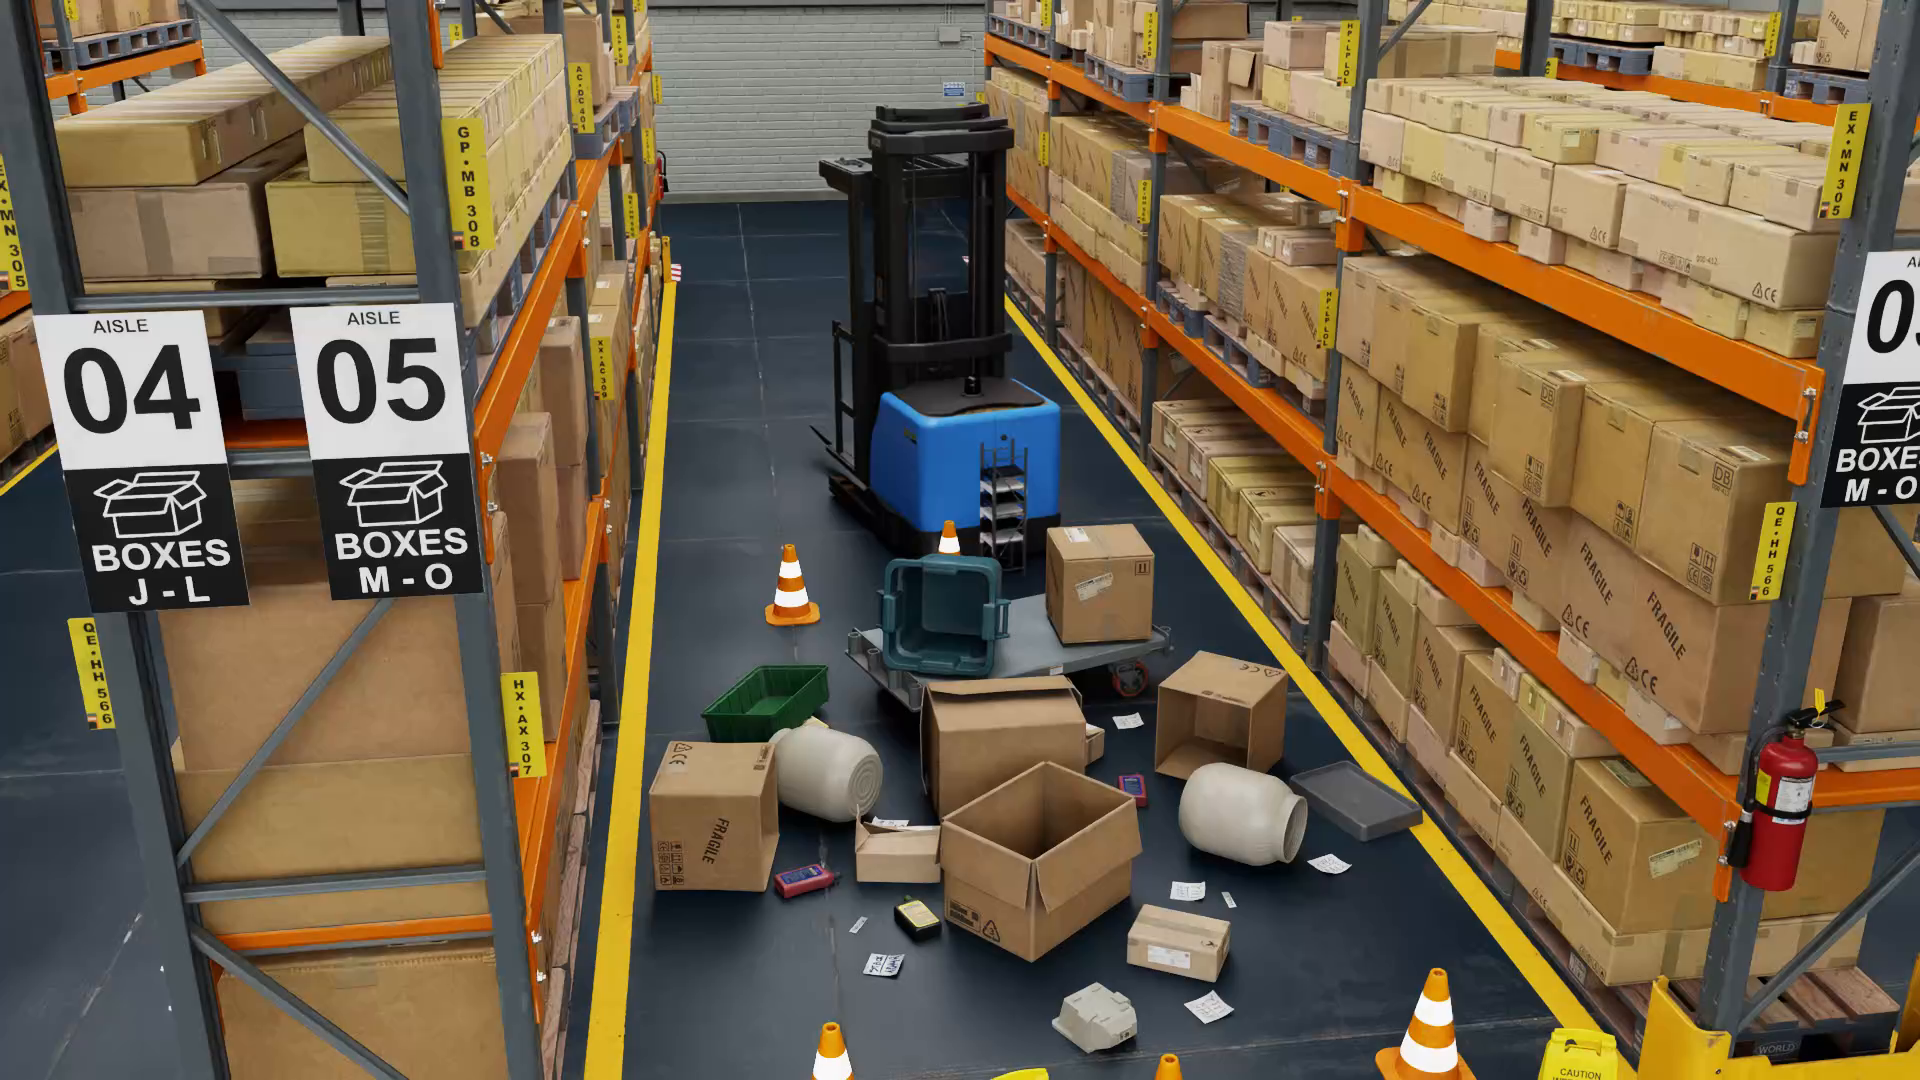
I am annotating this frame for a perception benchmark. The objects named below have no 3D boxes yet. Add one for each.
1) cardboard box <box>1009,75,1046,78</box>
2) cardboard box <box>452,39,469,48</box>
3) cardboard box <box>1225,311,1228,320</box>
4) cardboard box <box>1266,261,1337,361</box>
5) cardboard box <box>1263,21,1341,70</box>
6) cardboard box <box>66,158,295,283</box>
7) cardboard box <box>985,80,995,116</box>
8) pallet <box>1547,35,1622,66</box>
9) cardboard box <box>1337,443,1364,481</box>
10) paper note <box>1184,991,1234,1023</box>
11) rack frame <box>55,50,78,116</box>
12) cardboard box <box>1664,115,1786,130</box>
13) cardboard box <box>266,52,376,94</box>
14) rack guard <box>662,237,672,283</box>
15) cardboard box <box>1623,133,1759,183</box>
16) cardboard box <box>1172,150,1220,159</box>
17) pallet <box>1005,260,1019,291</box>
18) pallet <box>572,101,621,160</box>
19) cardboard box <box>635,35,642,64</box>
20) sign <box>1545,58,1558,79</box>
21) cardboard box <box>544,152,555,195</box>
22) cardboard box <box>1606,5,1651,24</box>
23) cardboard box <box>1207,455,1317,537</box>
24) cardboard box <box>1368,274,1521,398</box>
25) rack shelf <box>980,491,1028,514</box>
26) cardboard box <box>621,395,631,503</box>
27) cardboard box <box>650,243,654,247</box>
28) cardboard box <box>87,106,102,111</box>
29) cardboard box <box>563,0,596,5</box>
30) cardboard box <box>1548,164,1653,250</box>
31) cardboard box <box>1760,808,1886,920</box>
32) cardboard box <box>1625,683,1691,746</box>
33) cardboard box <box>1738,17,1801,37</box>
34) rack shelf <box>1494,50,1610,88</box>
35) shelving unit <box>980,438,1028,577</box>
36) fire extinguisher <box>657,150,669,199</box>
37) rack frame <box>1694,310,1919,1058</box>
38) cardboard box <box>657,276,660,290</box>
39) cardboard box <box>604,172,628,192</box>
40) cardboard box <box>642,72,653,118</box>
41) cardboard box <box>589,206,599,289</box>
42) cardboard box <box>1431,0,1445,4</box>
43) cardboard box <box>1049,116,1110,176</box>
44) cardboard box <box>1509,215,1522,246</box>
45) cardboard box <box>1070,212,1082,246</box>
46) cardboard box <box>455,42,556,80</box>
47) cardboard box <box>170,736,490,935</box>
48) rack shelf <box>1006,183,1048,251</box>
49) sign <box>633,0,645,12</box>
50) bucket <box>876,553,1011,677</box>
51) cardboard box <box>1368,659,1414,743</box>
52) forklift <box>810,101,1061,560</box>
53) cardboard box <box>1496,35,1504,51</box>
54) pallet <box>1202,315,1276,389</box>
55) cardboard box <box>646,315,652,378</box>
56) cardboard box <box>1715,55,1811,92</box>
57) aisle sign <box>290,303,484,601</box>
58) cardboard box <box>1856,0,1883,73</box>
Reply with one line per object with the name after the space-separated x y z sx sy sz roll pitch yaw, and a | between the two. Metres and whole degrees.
0.755 -5.155 18.731 0.380 0.149 0.250 -3 21 -7 | cardboard box
-3.044 -3.125 10.892 0.500 0.311 0.500 -3 21 -8 | cardboard box
2.027 -1.553 11.345 0.380 0.149 0.250 -2 21 -6 | cardboard box
2.163 -1.382 9.961 0.500 0.500 0.500 -3 21 -7 | cardboard box
2.151 -2.991 10.050 0.500 0.250 0.500 -3 21 -7 | cardboard box
-2.125 -0.883 4.551 0.500 0.250 0.500 -3 21 -7 | cardboard box
0.587 -5.168 19.695 0.500 0.500 0.500 -3 21 -9 | cardboard box
6.312 -4.788 16.231 1.213 0.211 1.003 -3 21 -8 | pallet
2.257 -0.436 8.955 0.380 0.149 0.250 -3 21 -8 | cardboard box
1.000 1.870 6.666 0.148 0.019 0.142 -11 23 -26 | paper note
-8.430 -2.949 15.325 1.000 3.000 0.127 -3 21 -8 | rack frame
3.068 -1.617 6.690 0.380 0.149 0.250 -2 21 -7 | cardboard box
-2.489 -1.803 6.445 0.380 0.149 0.250 -3 21 -7 | cardboard box
-4.073 -3.352 19.976 1.175 0.500 0.348 -3 21 -8 | rack guard
2.697 -1.411 6.140 0.380 0.149 0.250 -3 21 -8 | cardboard box
2.043 -2.933 13.711 0.500 0.500 0.500 -3 21 -8 | cardboard box
0.992 -3.254 20.128 1.003 0.211 1.213 -3 21 -8 | pallet
-2.622 -2.489 10.075 1.003 0.211 1.213 -2 21 -5 | pallet
-3.313 -4.673 15.867 0.500 0.250 0.500 -2 21 -5 | cardboard box
3.065 -2.356 8.712 0.100 0.325 0.005 -3 21 -8 | sign
-1.839 -1.464 6.677 0.380 0.149 0.250 -3 21 -7 | cardboard box
6.150 -4.803 15.191 0.380 0.149 0.250 -3 21 -7 | cardboard box
2.242 -0.316 11.429 0.950 0.372 0.625 -2 21 -6 | cardboard box
2.430 -0.992 8.089 0.700 0.500 0.500 -3 21 -7 | cardboard box
0.287 -0.253 10.945 0.258 0.077 0.200 -8 22 -21 | rack shelf
-2.932 -0.707 11.936 1.050 0.750 0.750 -3 21 -8 | cardboard box
-3.640 -3.252 18.761 0.380 0.149 0.250 -4 21 -10 | cardboard box
-9.133 -4.401 17.931 0.500 0.500 0.500 -3 21 -9 | cardboard box
-2.867 -4.009 12.638 0.396 0.266 0.258 -3 21 -8 | cardboard box
2.615 -1.285 6.373 0.500 0.250 0.500 -2 21 -6 | cardboard box
3.259 1.145 6.622 0.500 0.500 0.500 -4 21 -10 | cardboard box
2.694 0.623 6.120 0.380 0.149 0.250 -3 21 -8 | cardboard box
6.588 -4.177 13.545 0.380 0.149 0.250 -4 21 -10 | cardboard box
5.999 -5.461 18.792 1.077 0.370 4.000 -3 21 -8 | rack shelf
0.287 -0.200 10.965 0.258 0.900 0.210 -8 22 -21 | shelving unit
-3.664 -4.449 19.983 0.296 0.674 0.183 -3 21 -8 | fire extinguisher
3.106 0.706 5.539 1.000 3.000 0.127 -3 21 -8 | rack frame
-3.565 -2.889 18.638 0.380 0.149 0.250 -4 21 -10 | cardboard box
-3.182 -3.210 14.933 0.380 0.149 0.250 -4 21 -9 | cardboard box
-3.772 -5.058 18.974 0.500 0.500 0.500 -3 21 -9 | cardboard box
-2.802 -1.963 11.114 0.700 0.500 0.500 -3 21 -9 | cardboard box
5.667 -6.277 19.023 0.500 0.250 0.500 -3 21 -9 | cardboard box
1.155 -3.797 16.024 0.500 0.500 0.500 -3 21 -7 | cardboard box
2.553 -1.311 7.012 0.380 0.149 0.250 -3 21 -7 | cardboard box
1.313 -2.856 15.289 0.500 0.250 0.500 -3 21 -8 | cardboard box
-1.914 -2.014 7.010 0.380 0.149 0.250 -3 21 -8 | cardboard box
-1.876 0.794 5.088 0.875 0.550 0.550 -3 21 -8 | cardboard box
1.088 -3.804 18.643 1.077 0.370 4.000 -3 21 -8 | rack shelf
-2.959 -5.025 15.295 0.100 0.325 0.005 -3 21 -8 | sign
-0.053 0.358 8.977 0.726 0.611 0.620 4 11 11 | bucket
2.435 0.815 8.578 0.500 0.250 0.500 -2 21 -5 | cardboard box
-0.342 -1.676 12.014 1.130 2.935 3.031 -8 22 -21 | forklift
5.881 -5.276 17.627 0.380 0.149 0.250 -2 21 -6 | cardboard box
2.279 -1.291 11.159 1.003 0.211 1.213 -3 21 -8 | pallet
-3.078 -1.769 15.137 0.500 0.500 0.500 -3 21 -9 | cardboard box
6.550 -3.816 13.573 0.500 0.250 0.500 -4 21 -10 | cardboard box
-1.471 -0.218 4.297 0.394 0.787 0.004 -3 21 -8 | aisle sign
6.899 -3.578 11.837 0.700 0.500 0.500 -3 21 -9 | cardboard box
